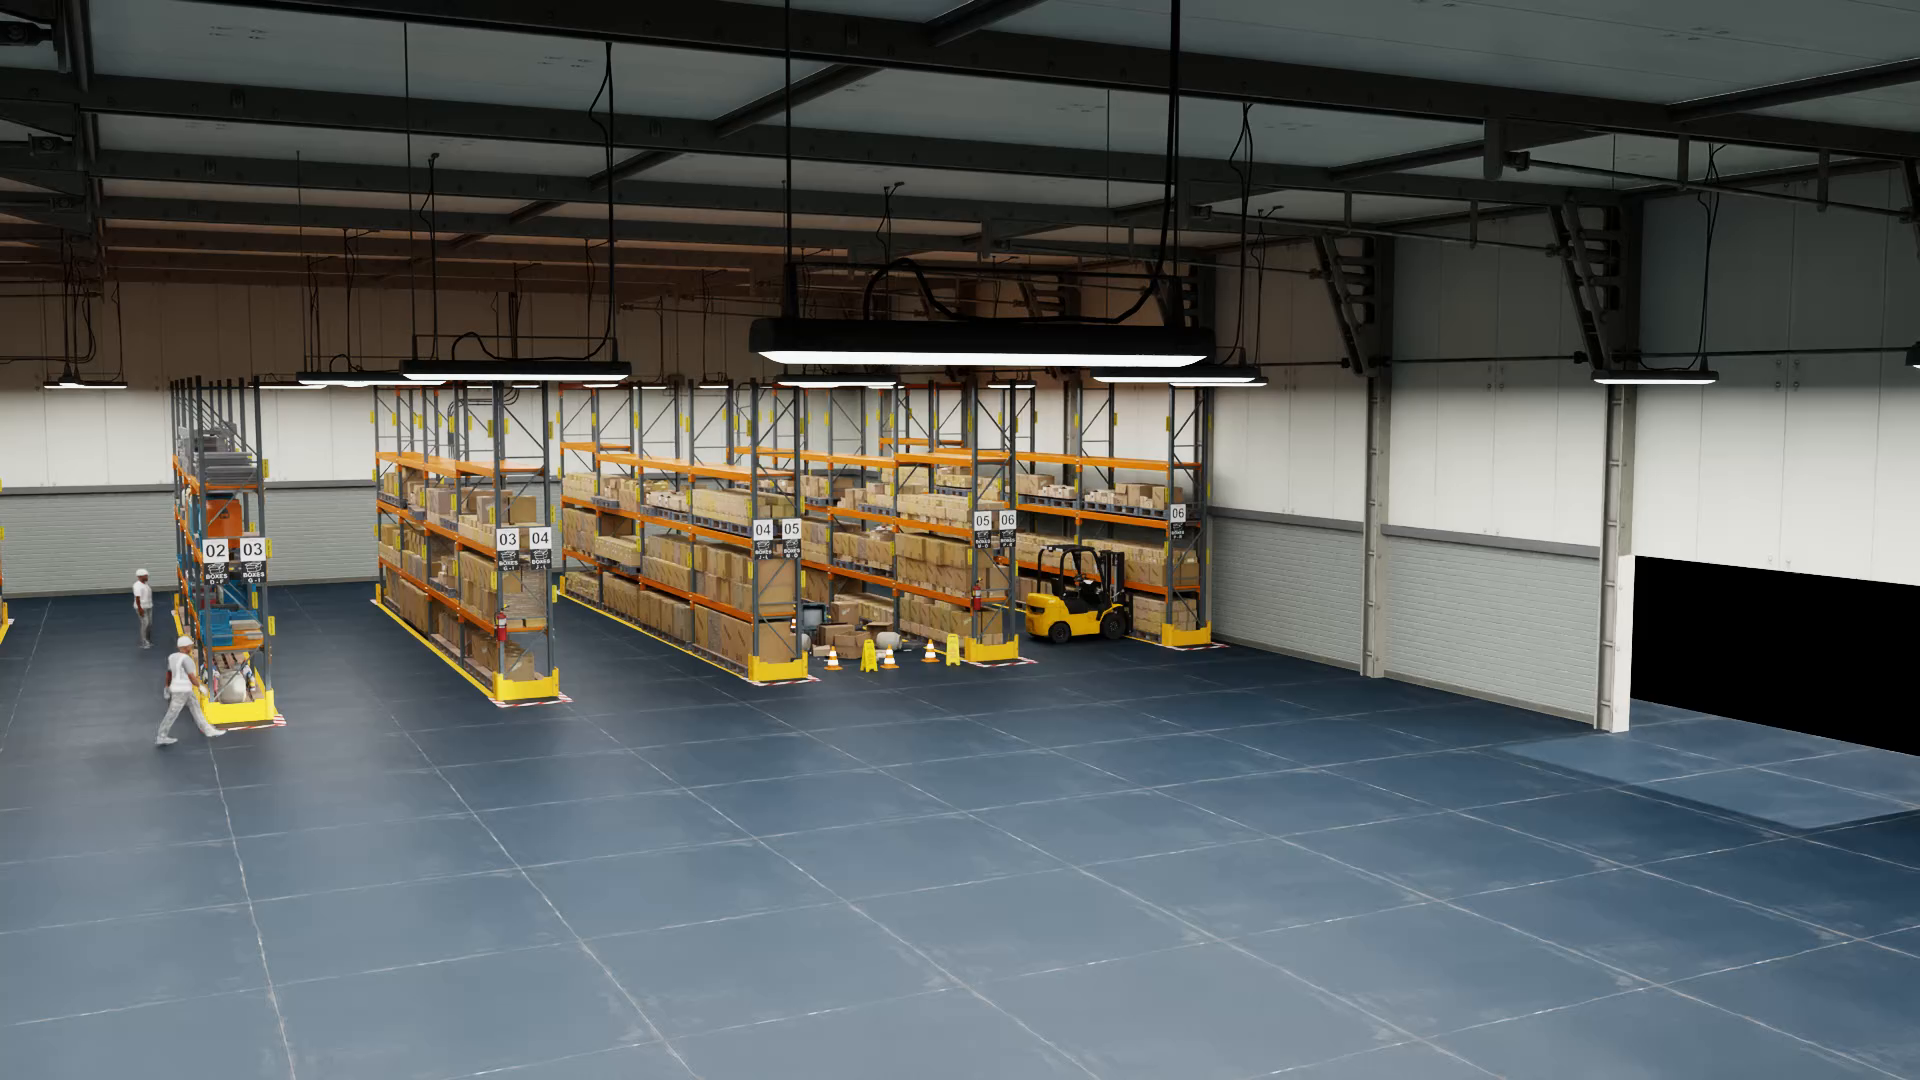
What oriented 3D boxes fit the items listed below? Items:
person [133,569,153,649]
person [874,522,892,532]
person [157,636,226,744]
[{"bbox_3d":[-18.289,1.556,37.372,0.546,1.812,0.560,1,5,10],"label":"person"},{"bbox_3d":[-2.287,0.259,48.954,0.673,1.807,0.878,0,5,0],"label":"person"},{"bbox_3d":[-12.523,2.421,27.030,1.035,1.724,0.536,-2,6,-26],"label":"person"}]
